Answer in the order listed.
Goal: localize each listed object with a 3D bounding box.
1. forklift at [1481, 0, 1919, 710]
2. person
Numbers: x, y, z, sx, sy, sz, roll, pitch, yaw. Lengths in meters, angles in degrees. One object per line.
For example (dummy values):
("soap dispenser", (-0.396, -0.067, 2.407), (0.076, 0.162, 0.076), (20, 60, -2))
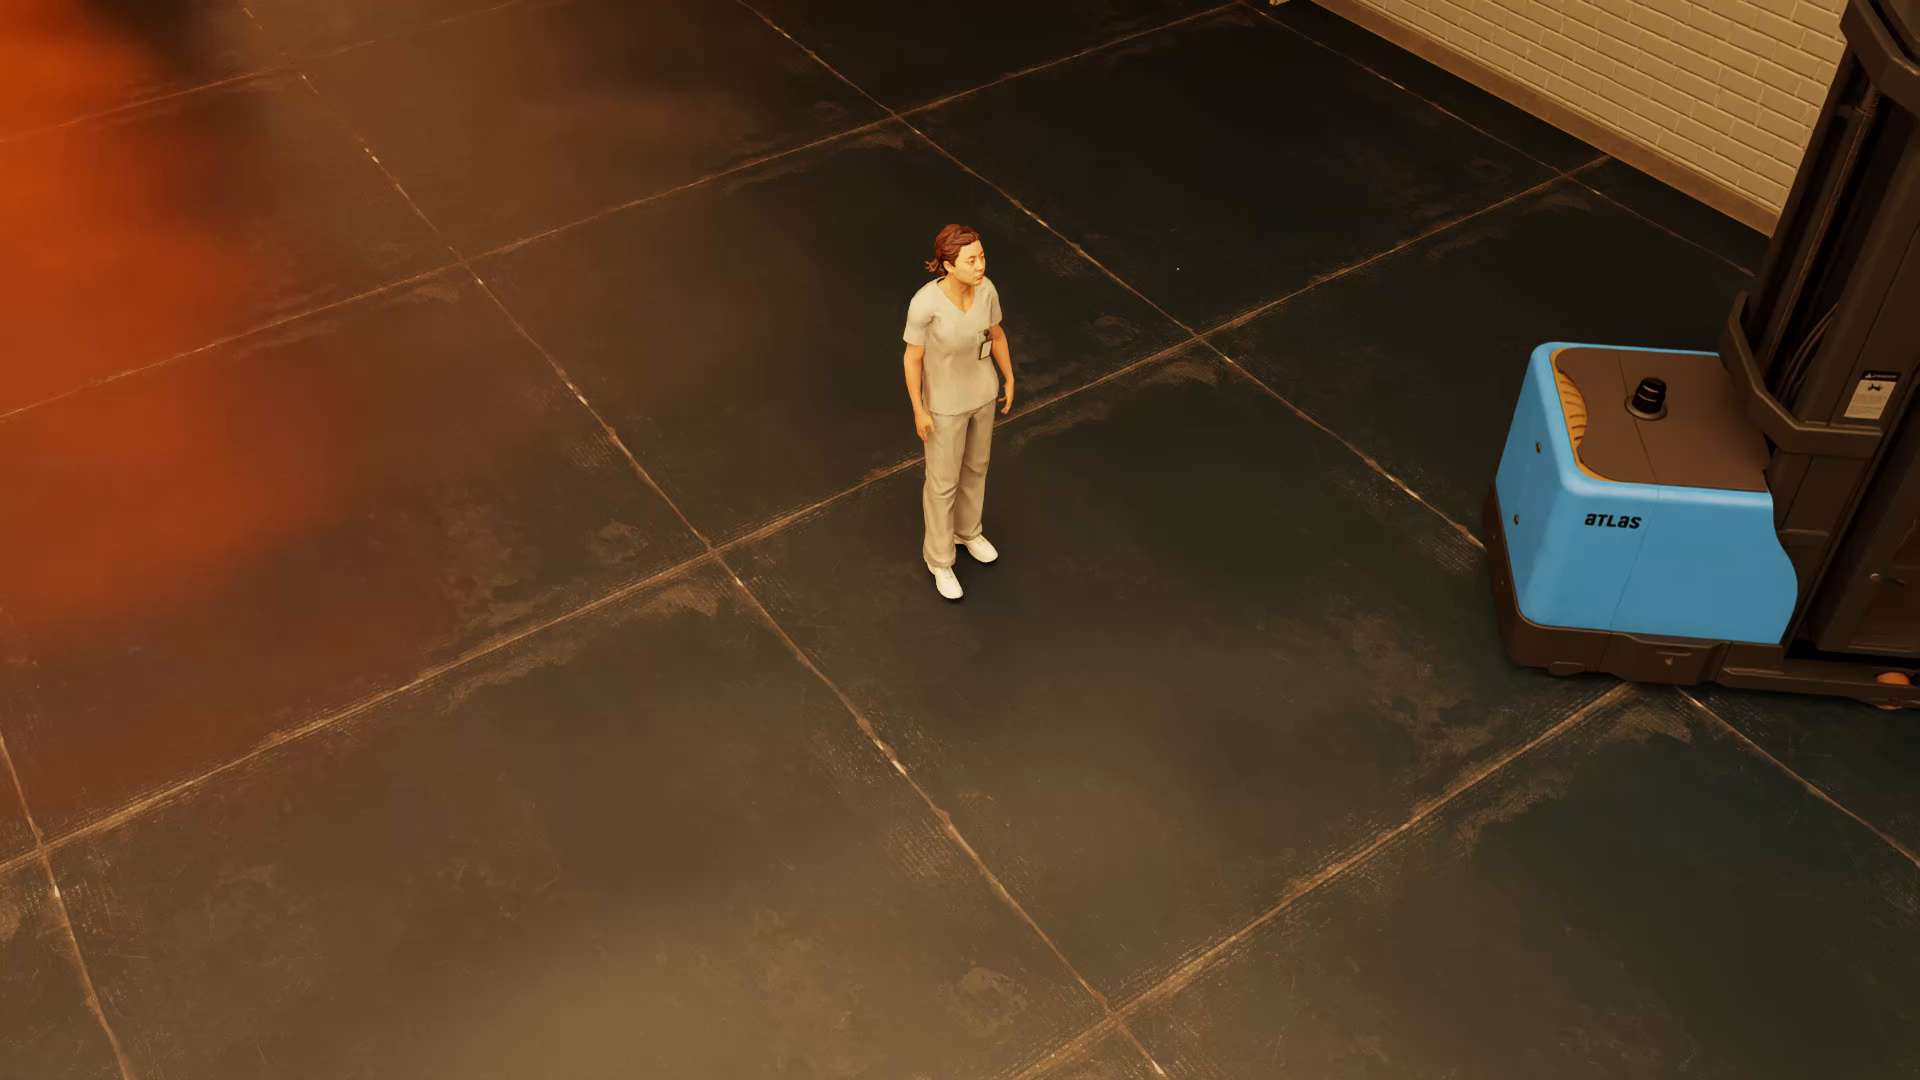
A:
("forklift", (3.928, -0.722, 6.499), (3.031, 2.935, 1.130), (4, 43, 5))
("person", (0.031, -0.575, 7.255), (0.550, 1.673, 0.548), (-25, 48, -25))
